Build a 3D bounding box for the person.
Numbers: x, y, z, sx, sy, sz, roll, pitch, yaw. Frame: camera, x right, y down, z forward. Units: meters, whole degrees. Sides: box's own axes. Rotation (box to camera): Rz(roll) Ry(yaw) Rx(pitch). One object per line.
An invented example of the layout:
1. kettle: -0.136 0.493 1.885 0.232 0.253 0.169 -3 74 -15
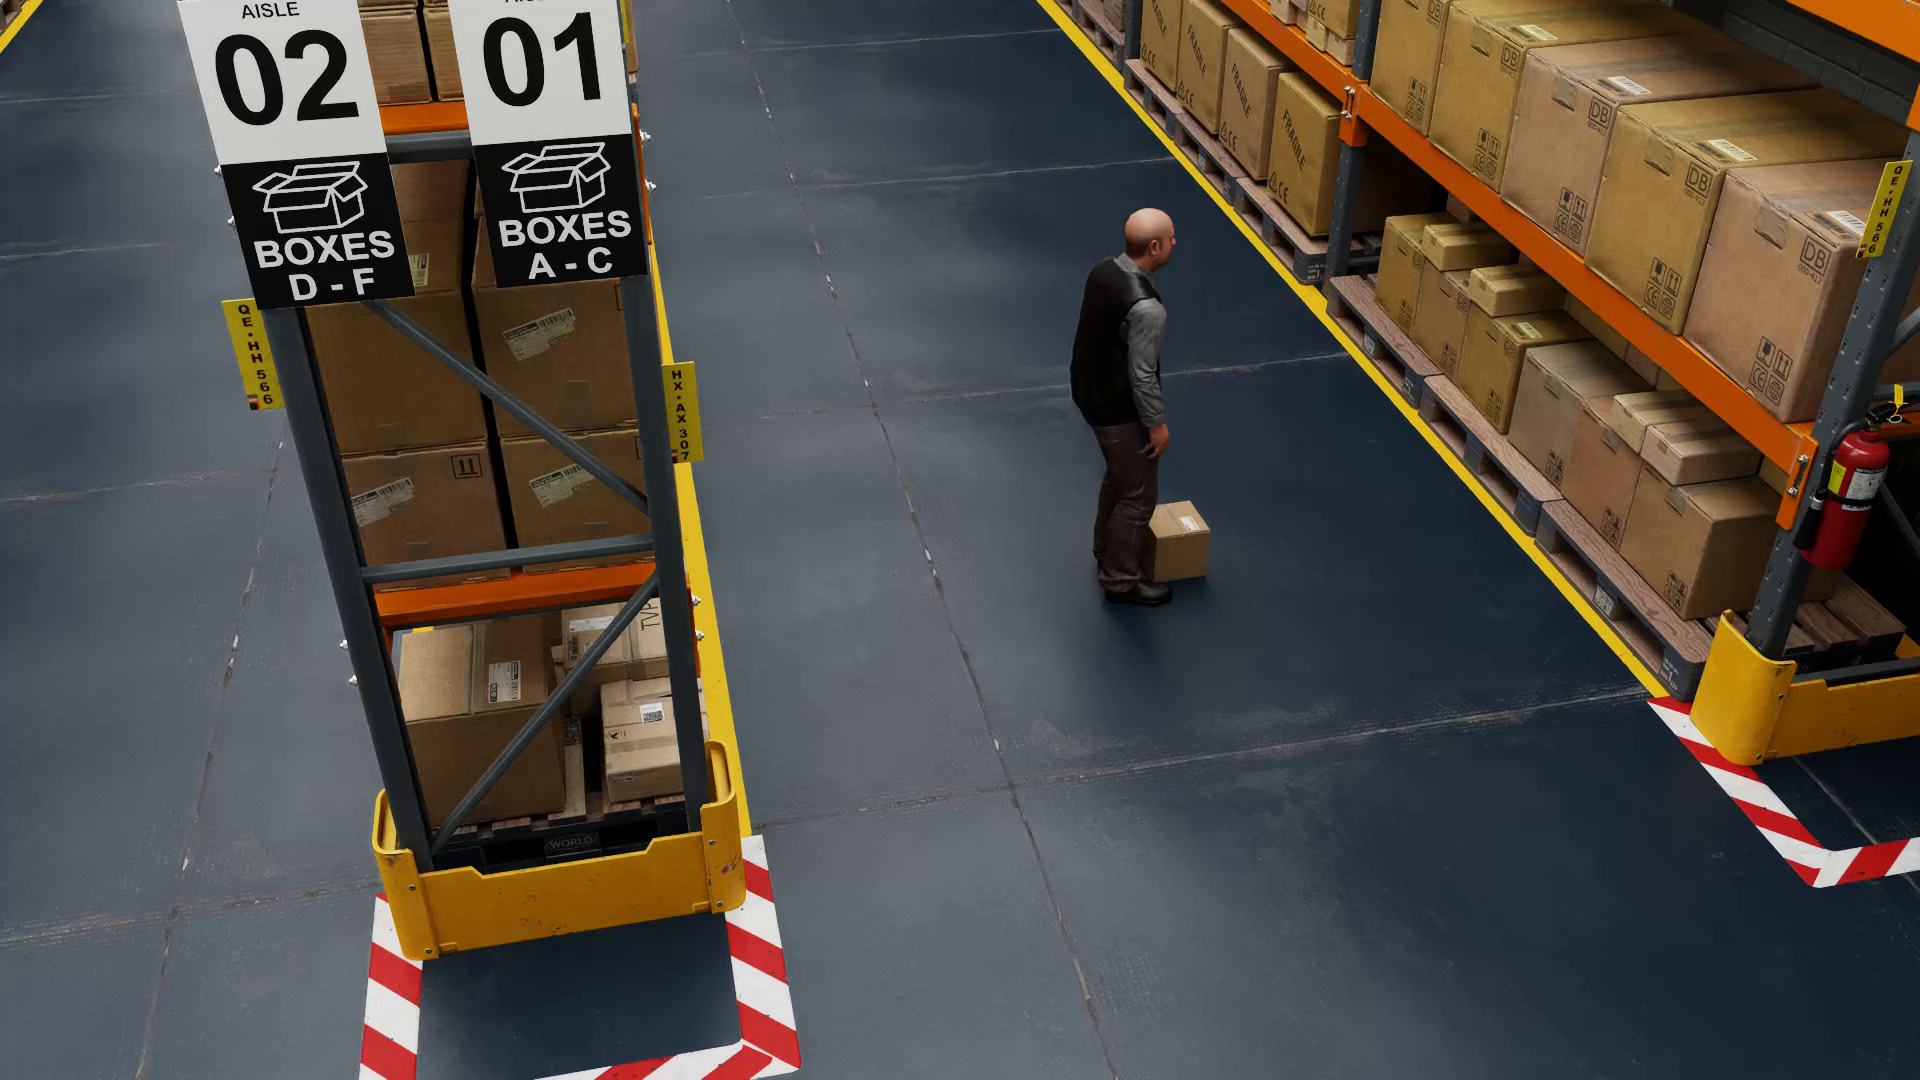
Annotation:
1. person: 0.703 -0.569 7.003 0.465 1.722 0.591 -9 35 -12
